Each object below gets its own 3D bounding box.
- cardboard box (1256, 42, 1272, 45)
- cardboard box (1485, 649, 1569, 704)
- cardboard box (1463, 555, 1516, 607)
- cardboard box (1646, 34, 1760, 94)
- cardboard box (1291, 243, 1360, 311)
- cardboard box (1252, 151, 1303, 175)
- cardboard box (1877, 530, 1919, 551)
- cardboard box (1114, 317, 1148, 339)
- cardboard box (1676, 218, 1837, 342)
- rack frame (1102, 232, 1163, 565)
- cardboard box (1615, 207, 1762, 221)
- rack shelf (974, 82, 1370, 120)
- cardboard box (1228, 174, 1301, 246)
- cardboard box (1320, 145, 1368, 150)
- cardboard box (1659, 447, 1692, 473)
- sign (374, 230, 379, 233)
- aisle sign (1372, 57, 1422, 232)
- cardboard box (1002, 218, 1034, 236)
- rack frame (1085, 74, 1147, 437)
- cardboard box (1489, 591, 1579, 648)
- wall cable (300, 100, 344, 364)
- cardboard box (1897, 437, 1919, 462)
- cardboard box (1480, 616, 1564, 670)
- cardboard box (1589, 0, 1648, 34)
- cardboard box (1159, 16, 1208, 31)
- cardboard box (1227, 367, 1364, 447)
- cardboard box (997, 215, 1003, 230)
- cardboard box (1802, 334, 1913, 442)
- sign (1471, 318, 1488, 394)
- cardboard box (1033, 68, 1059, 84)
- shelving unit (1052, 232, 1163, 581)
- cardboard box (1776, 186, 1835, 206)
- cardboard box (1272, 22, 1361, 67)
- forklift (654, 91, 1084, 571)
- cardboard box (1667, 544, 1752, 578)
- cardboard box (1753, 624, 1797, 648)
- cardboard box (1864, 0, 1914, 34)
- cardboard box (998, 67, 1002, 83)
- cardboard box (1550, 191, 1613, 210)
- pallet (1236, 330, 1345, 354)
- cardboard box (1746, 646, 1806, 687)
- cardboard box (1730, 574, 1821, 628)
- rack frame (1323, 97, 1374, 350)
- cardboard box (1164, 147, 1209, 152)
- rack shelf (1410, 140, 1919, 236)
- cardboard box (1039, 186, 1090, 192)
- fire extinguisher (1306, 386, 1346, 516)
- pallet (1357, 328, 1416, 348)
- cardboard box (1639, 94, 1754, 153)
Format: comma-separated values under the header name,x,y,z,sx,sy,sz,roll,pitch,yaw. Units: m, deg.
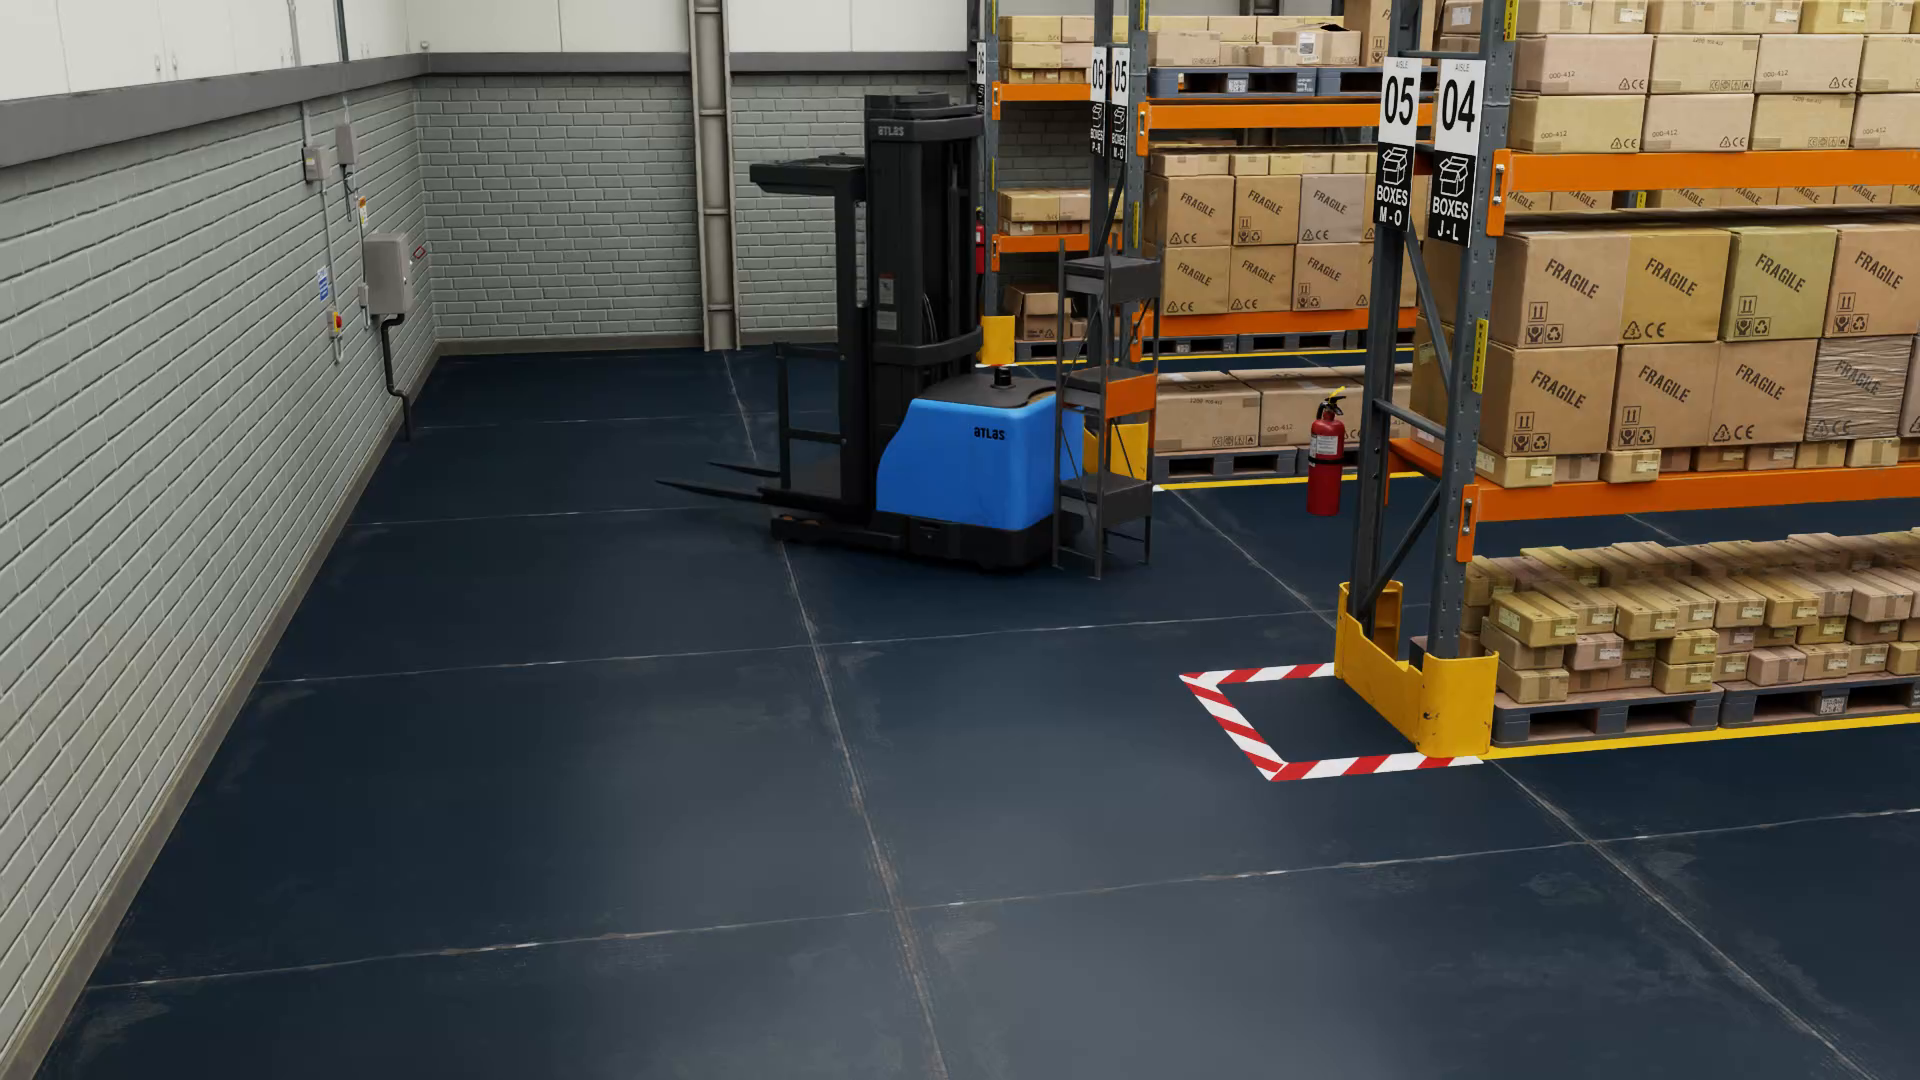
name,x,y,z,sx,sy,sz,roll,pitch,yaw
cardboard box,3.217,-5.011,17.159,0.500,0.250,0.500,-4,17,-12
cardboard box,2.783,0.662,8.188,0.250,0.149,0.380,-3,17,-9
cardboard box,2.679,0.212,8.640,0.250,0.149,0.380,-3,17,-10
cardboard box,3.200,-2.143,7.476,0.500,0.250,0.500,-3,17,-11
cardboard box,2.689,-2.036,12.661,0.500,0.500,0.500,-3,17,-11
cardboard box,2.346,-2.797,12.331,0.250,0.149,0.380,-4,17,-12
cardboard box,5.237,0.078,9.077,0.250,0.149,0.380,-3,17,-11
cardboard box,1.689,-2.464,17.768,0.500,0.500,0.700,-3,17,-8
cardboard box,3.708,-1.232,7.835,0.500,0.500,0.500,-4,17,-12
rack frame,1.095,-0.886,10.619,0.015,2.100,0.400,-15,23,-42
cardboard box,3.616,-1.388,8.343,0.500,0.500,0.500,-2,17,-8
rack shelf,2.188,-4.617,17.350,4.000,0.370,1.077,-3,17,-10
cardboard box,2.200,-2.486,12.423,0.500,0.500,0.500,-4,17,-12
cardboard box,2.987,-2.994,12.974,0.250,0.149,0.380,-3,17,-9
cardboard box,3.333,-0.446,8.084,0.250,0.149,0.380,-2,17,-8
sign,-4.915,-2.363,14.058,0.001,0.494,0.329,-3,17,-10
aisle sign,2.079,-1.888,7.923,0.004,0.787,0.394,-3,17,-10
cardboard box,0.599,-3.234,17.161,0.250,0.149,0.380,-3,17,-11
rack frame,1.169,-1.985,12.664,0.127,3.000,1.000,-3,17,-10
cardboard box,2.786,0.383,8.083,0.250,0.149,0.380,-4,18,-13
wall cable,-4.363,-2.164,11.466,0.123,1.953,0.585,-3,17,-10
cardboard box,4.614,-0.509,8.289,0.250,0.149,0.380,-4,17,-11
cardboard box,2.771,0.501,8.204,0.250,0.149,0.380,-3,17,-8
cardboard box,2.822,-2.316,7.361,0.250,0.149,0.380,-3,17,-8
cardboard box,2.199,-5.197,16.912,0.500,0.250,0.500,-3,17,-9
cardboard box,2.695,-1.080,13.366,0.875,0.438,0.875,-3,17,-9
cardboard box,0.498,-3.391,17.671,0.250,0.149,0.380,-3,17,-11
cardboard box,4.204,-0.790,8.097,0.500,0.500,0.500,-4,17,-12
sign,2.311,-0.821,7.400,0.005,0.325,0.100,-3,17,-10
cardboard box,0.833,-4.702,16.831,0.250,0.149,0.380,-3,17,-9
shelving unit,0.919,-0.838,10.457,0.503,2.100,0.431,-15,23,-42
cardboard box,6.570,-2.738,13.245,0.500,0.500,0.500,-4,17,-12
cardboard box,2.648,-3.693,12.385,0.500,0.311,0.500,-3,17,-9
forklift,-0.707,-1.495,11.186,3.031,2.935,1.130,9,19,27
cardboard box,3.966,0.153,8.830,0.250,0.149,0.380,-4,17,-12
cardboard box,4.047,0.411,8.498,0.250,0.149,0.380,-2,17,-8
cardboard box,4.099,-2.385,7.585,0.250,0.149,0.380,-3,17,-9
cardboard box,0.494,-4.814,17.194,0.250,0.149,0.380,-3,17,-9
cardboard box,4.686,-2.627,12.884,0.500,0.500,0.500,-3,17,-11
pallet,3.477,-2.267,18.334,1.213,0.211,1.003,-3,17,-10
cardboard box,4.032,0.595,8.407,0.250,0.149,0.380,-4,18,-13
cardboard box,4.075,0.304,8.340,0.250,0.149,0.380,-3,17,-10
rack frame,4.151,-3.638,18.048,0.127,3.000,1.000,-3,17,-10
cardboard box,1.728,-2.919,12.729,0.250,0.149,0.380,-3,17,-9
rack shelf,4.171,-1.765,8.065,4.000,0.370,1.077,-3,17,-10
cardboard box,1.132,-3.616,17.726,0.500,0.250,0.500,-3,17,-10
fire extinguisher,1.873,-0.467,8.490,0.183,0.674,0.296,-3,17,-10
pallet,4.943,-2.361,18.640,1.213,0.211,1.003,-3,17,-10
cardboard box,3.215,-1.905,7.551,0.500,0.250,0.500,-3,17,-9
